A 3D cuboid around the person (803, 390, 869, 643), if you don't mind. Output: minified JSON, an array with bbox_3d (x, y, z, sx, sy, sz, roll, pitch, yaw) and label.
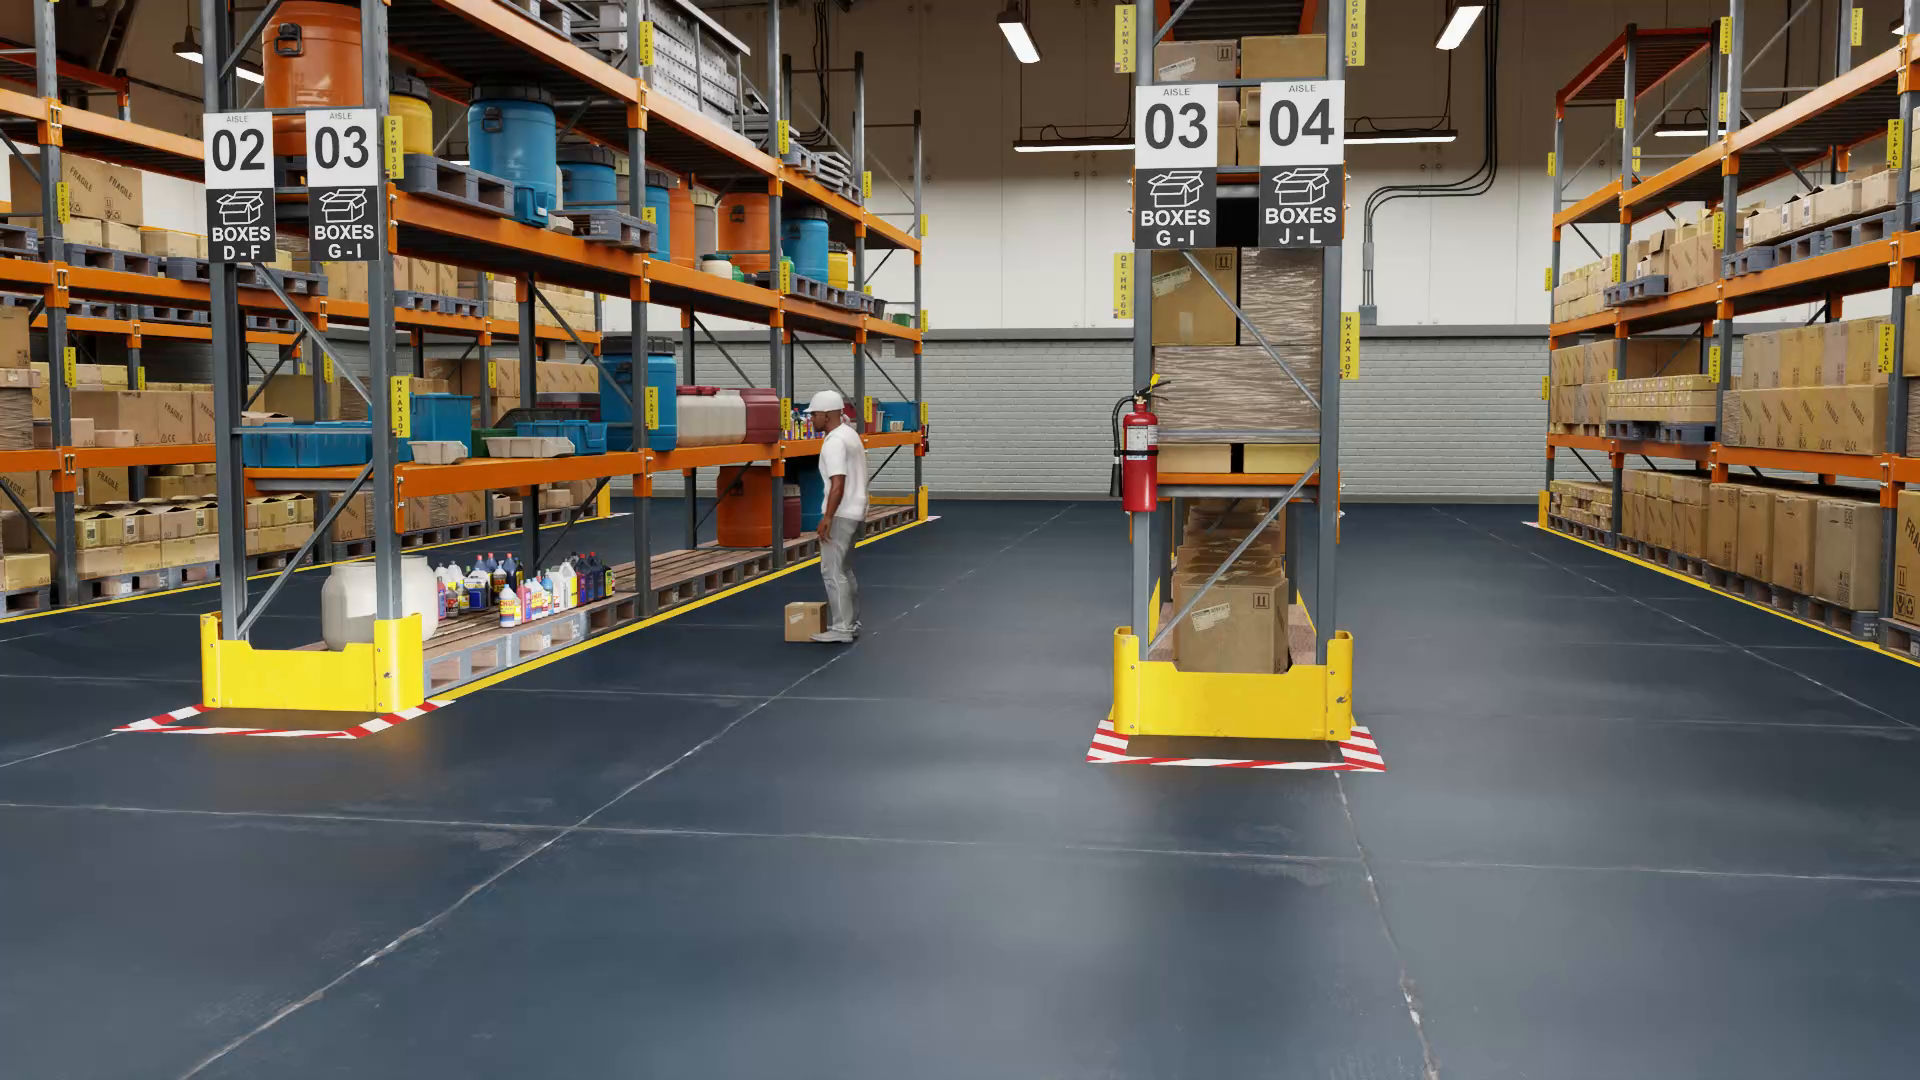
[{"bbox_3d":[-0.869,-0.169,11.705,0.454,1.761,0.637,0,4,6],"label":"person"}]
